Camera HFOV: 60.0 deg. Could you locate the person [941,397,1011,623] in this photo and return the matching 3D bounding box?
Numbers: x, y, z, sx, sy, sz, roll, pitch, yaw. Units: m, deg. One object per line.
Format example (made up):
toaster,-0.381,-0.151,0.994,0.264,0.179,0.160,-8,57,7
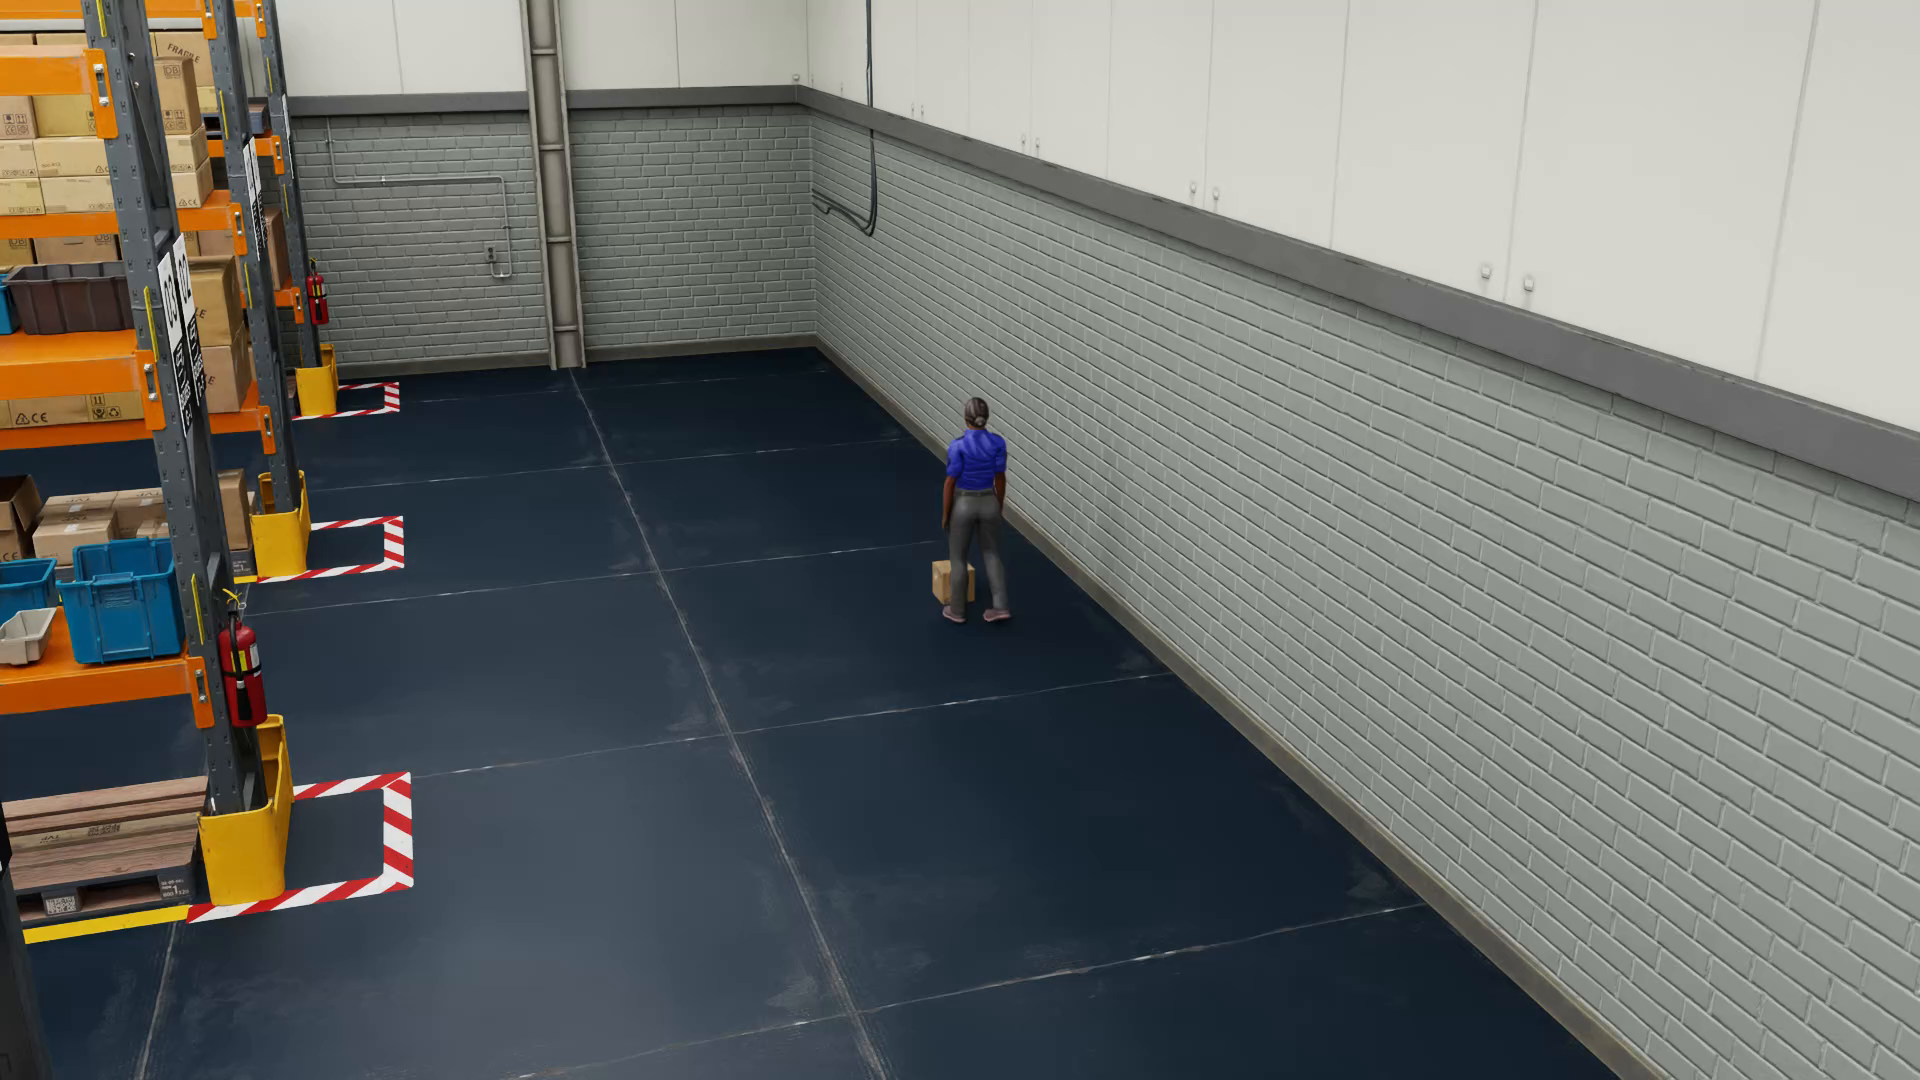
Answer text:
person,0.089,-0.205,11.656,0.462,1.667,0.460,-6,20,-17
